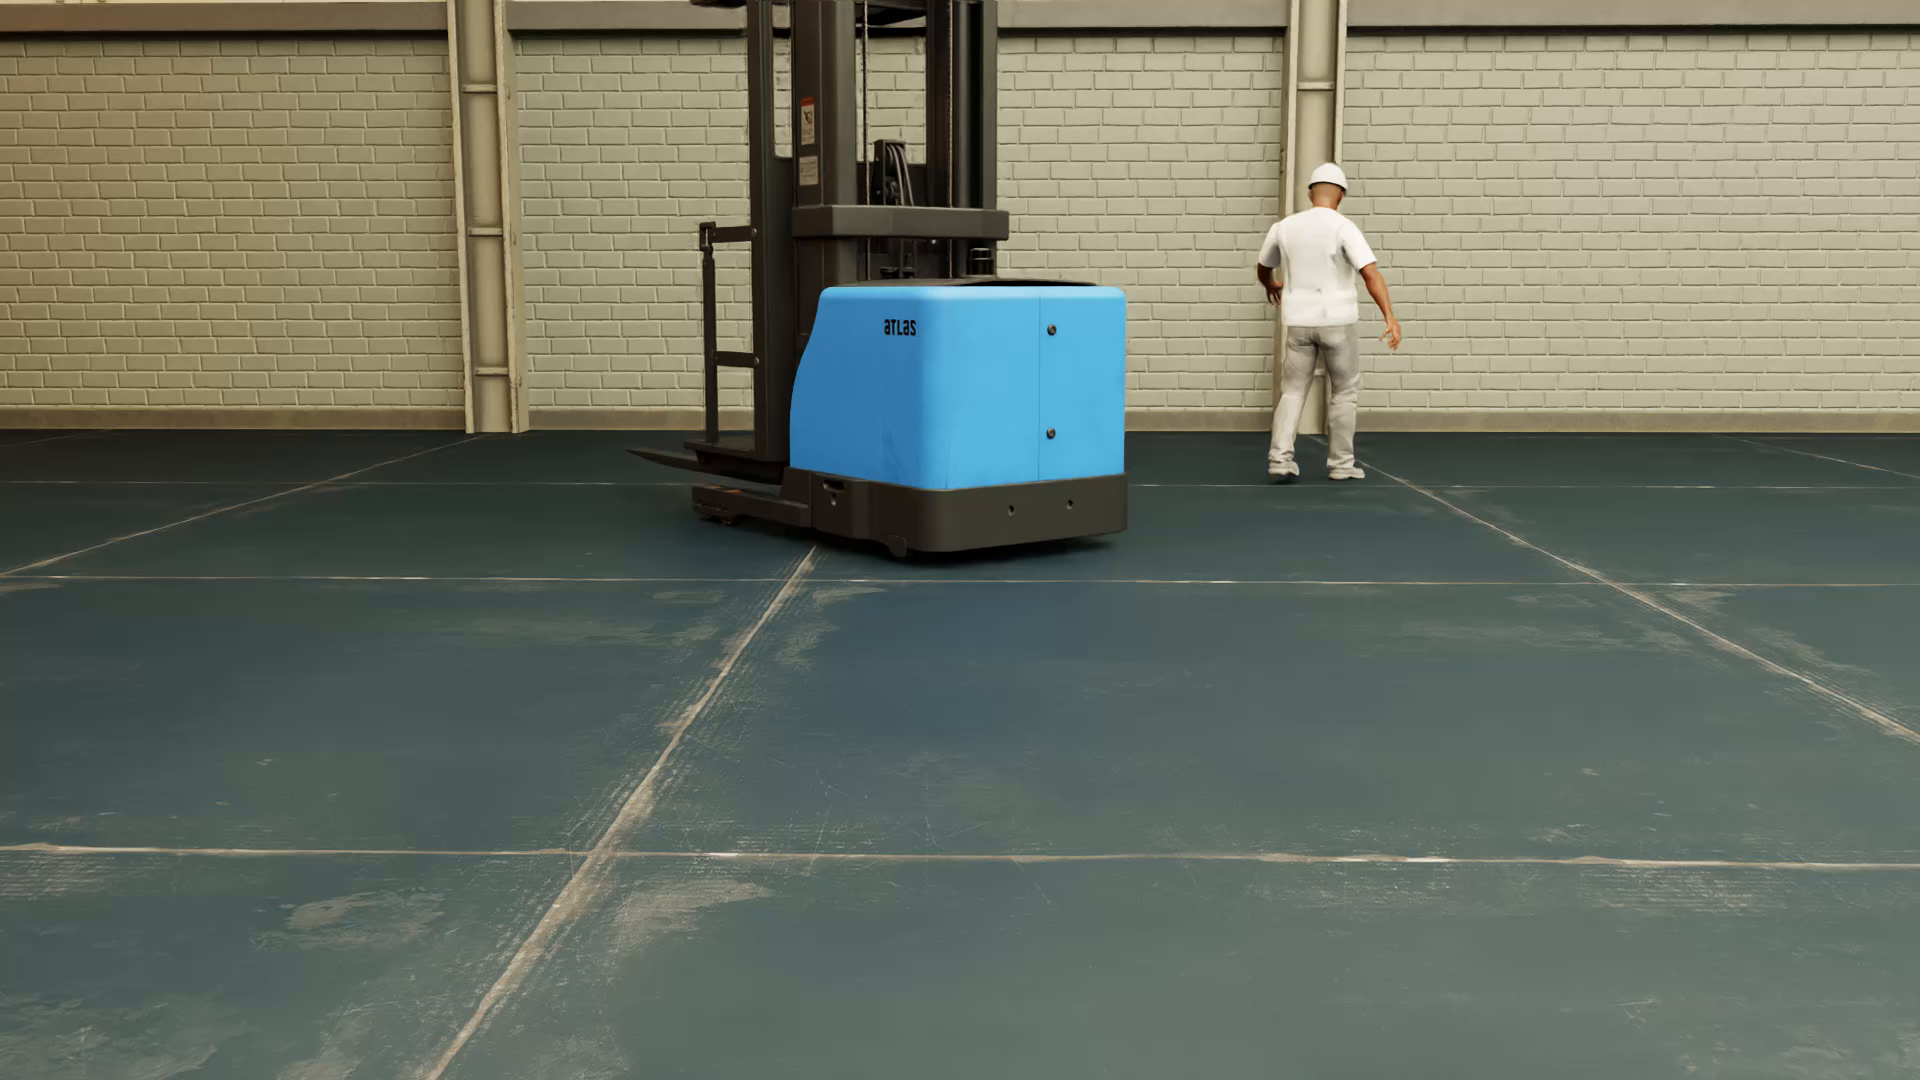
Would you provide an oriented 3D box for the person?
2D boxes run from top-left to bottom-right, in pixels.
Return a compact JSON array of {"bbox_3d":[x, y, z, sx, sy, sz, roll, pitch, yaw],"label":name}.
[{"bbox_3d":[2.028,-1.193,9.194,1.009,1.745,0.759,6,11,36],"label":"person"}]

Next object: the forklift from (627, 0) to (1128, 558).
[{"bbox_3d":[-0.588,-1.555,7.599,1.130,2.935,3.031,-6,11,-36],"label":"forklift"}]
